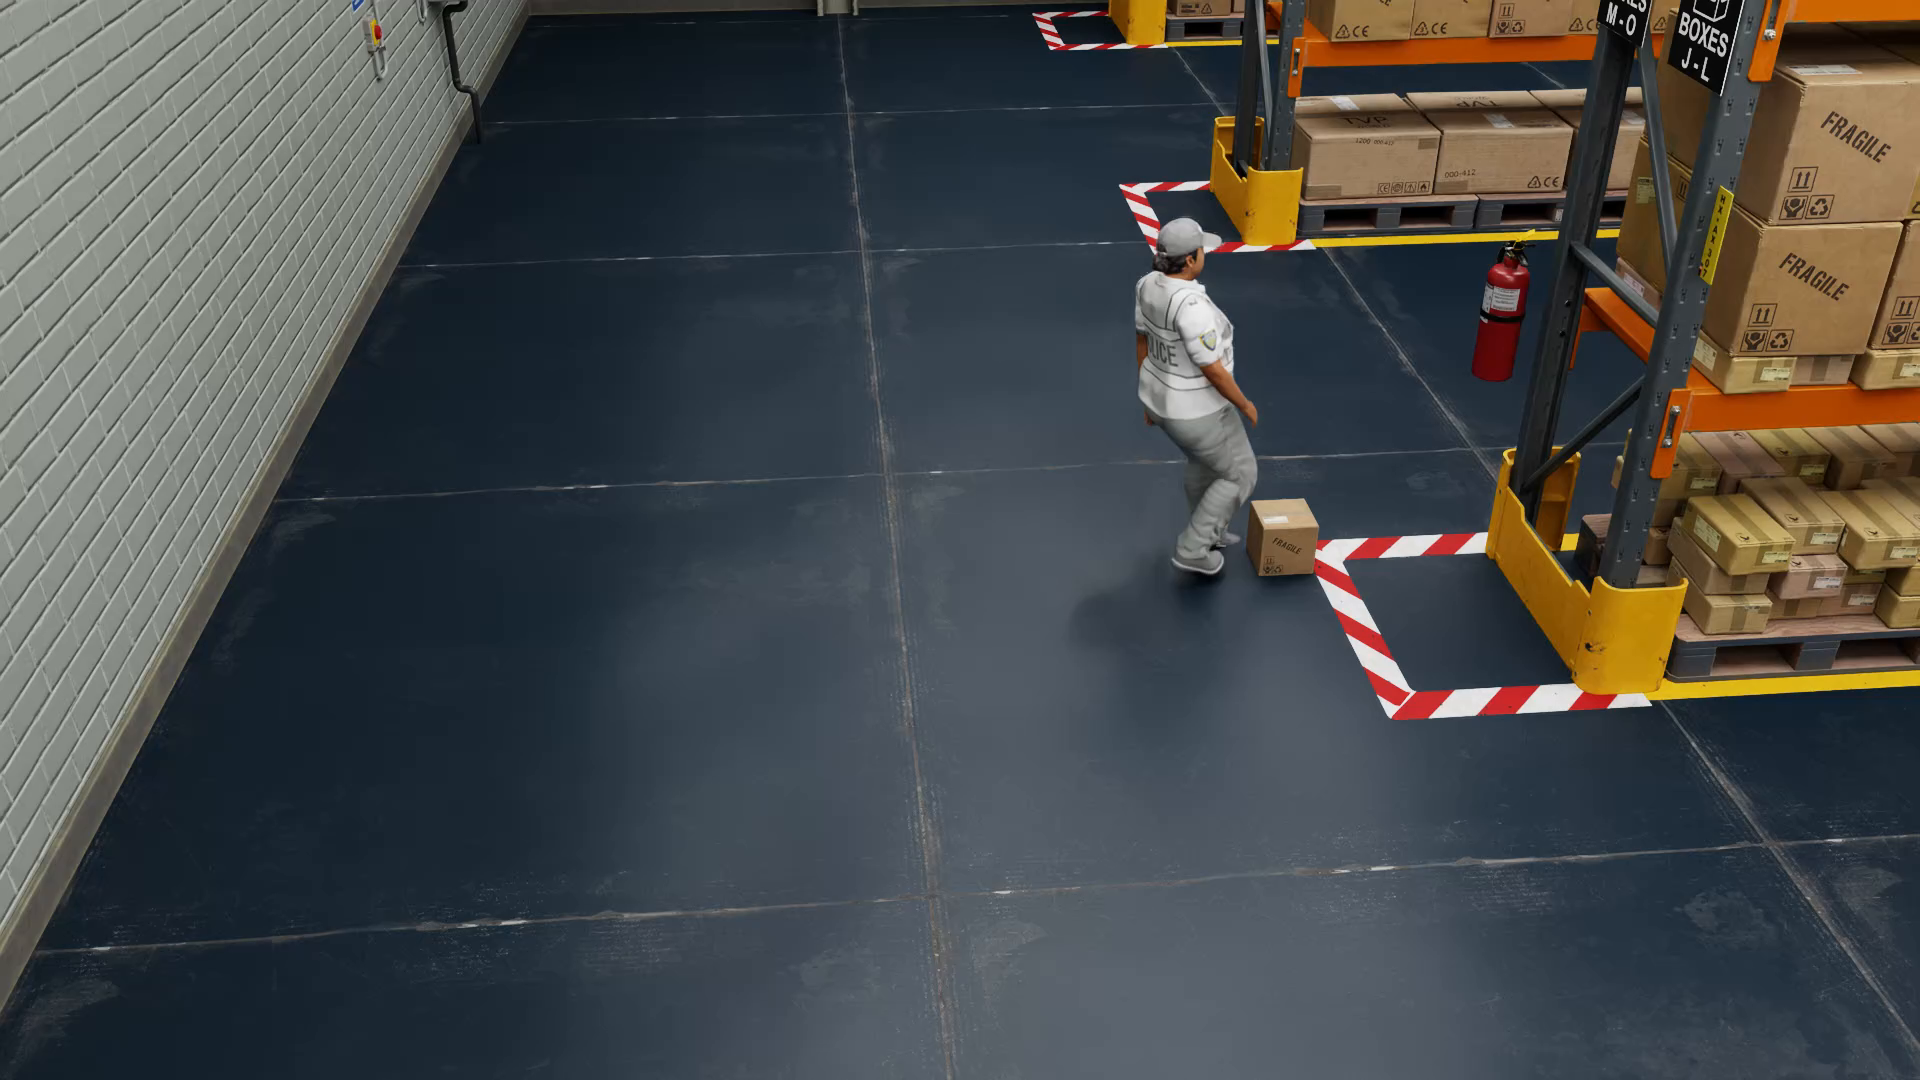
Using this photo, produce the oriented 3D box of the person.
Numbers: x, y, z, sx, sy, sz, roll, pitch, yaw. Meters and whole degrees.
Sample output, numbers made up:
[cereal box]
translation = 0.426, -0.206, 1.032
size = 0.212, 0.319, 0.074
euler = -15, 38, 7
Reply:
[person]
translation = 1.077, -0.585, 7.161
size = 0.634, 1.688, 0.533
euler = -12, 33, -19
